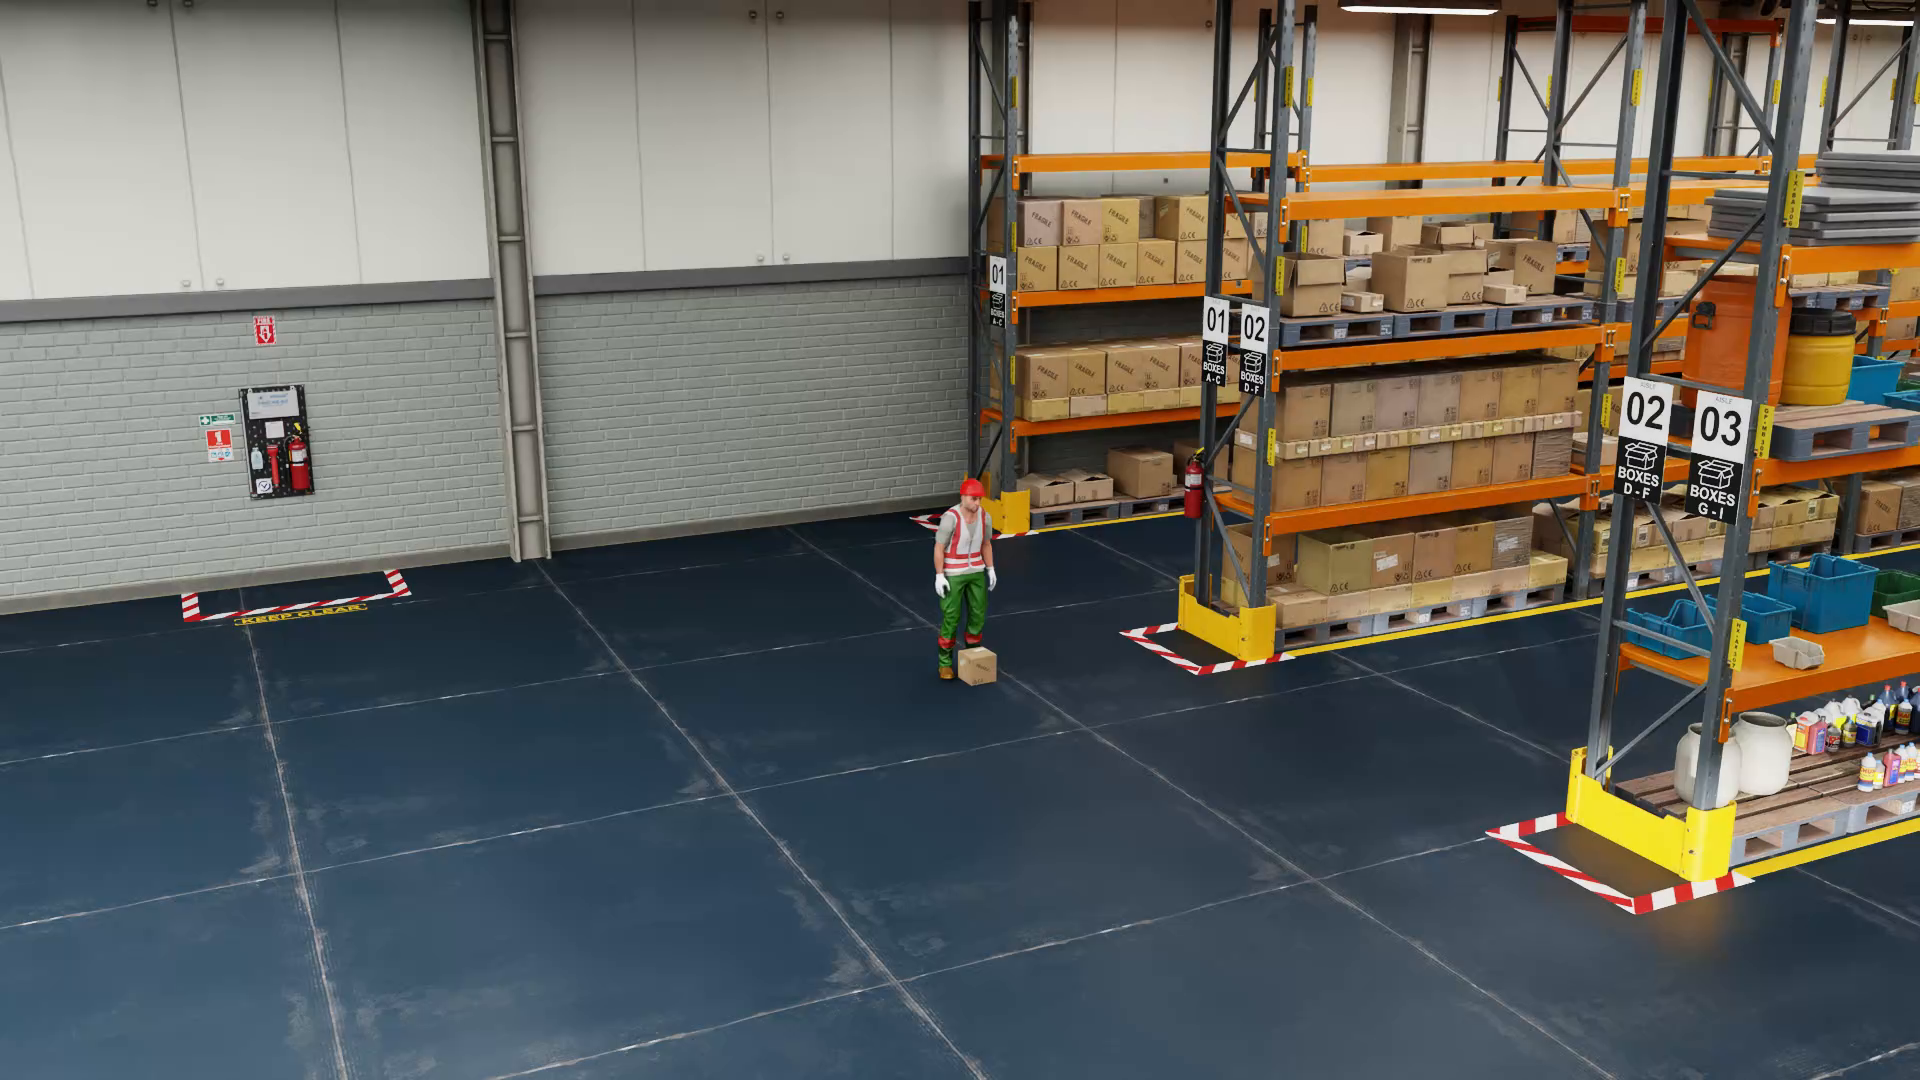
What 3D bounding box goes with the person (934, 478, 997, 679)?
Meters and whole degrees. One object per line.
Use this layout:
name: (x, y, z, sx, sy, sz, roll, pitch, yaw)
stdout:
person: (0.052, 0.320, 14.638, 0.616, 1.778, 0.453, -8, 17, -28)
